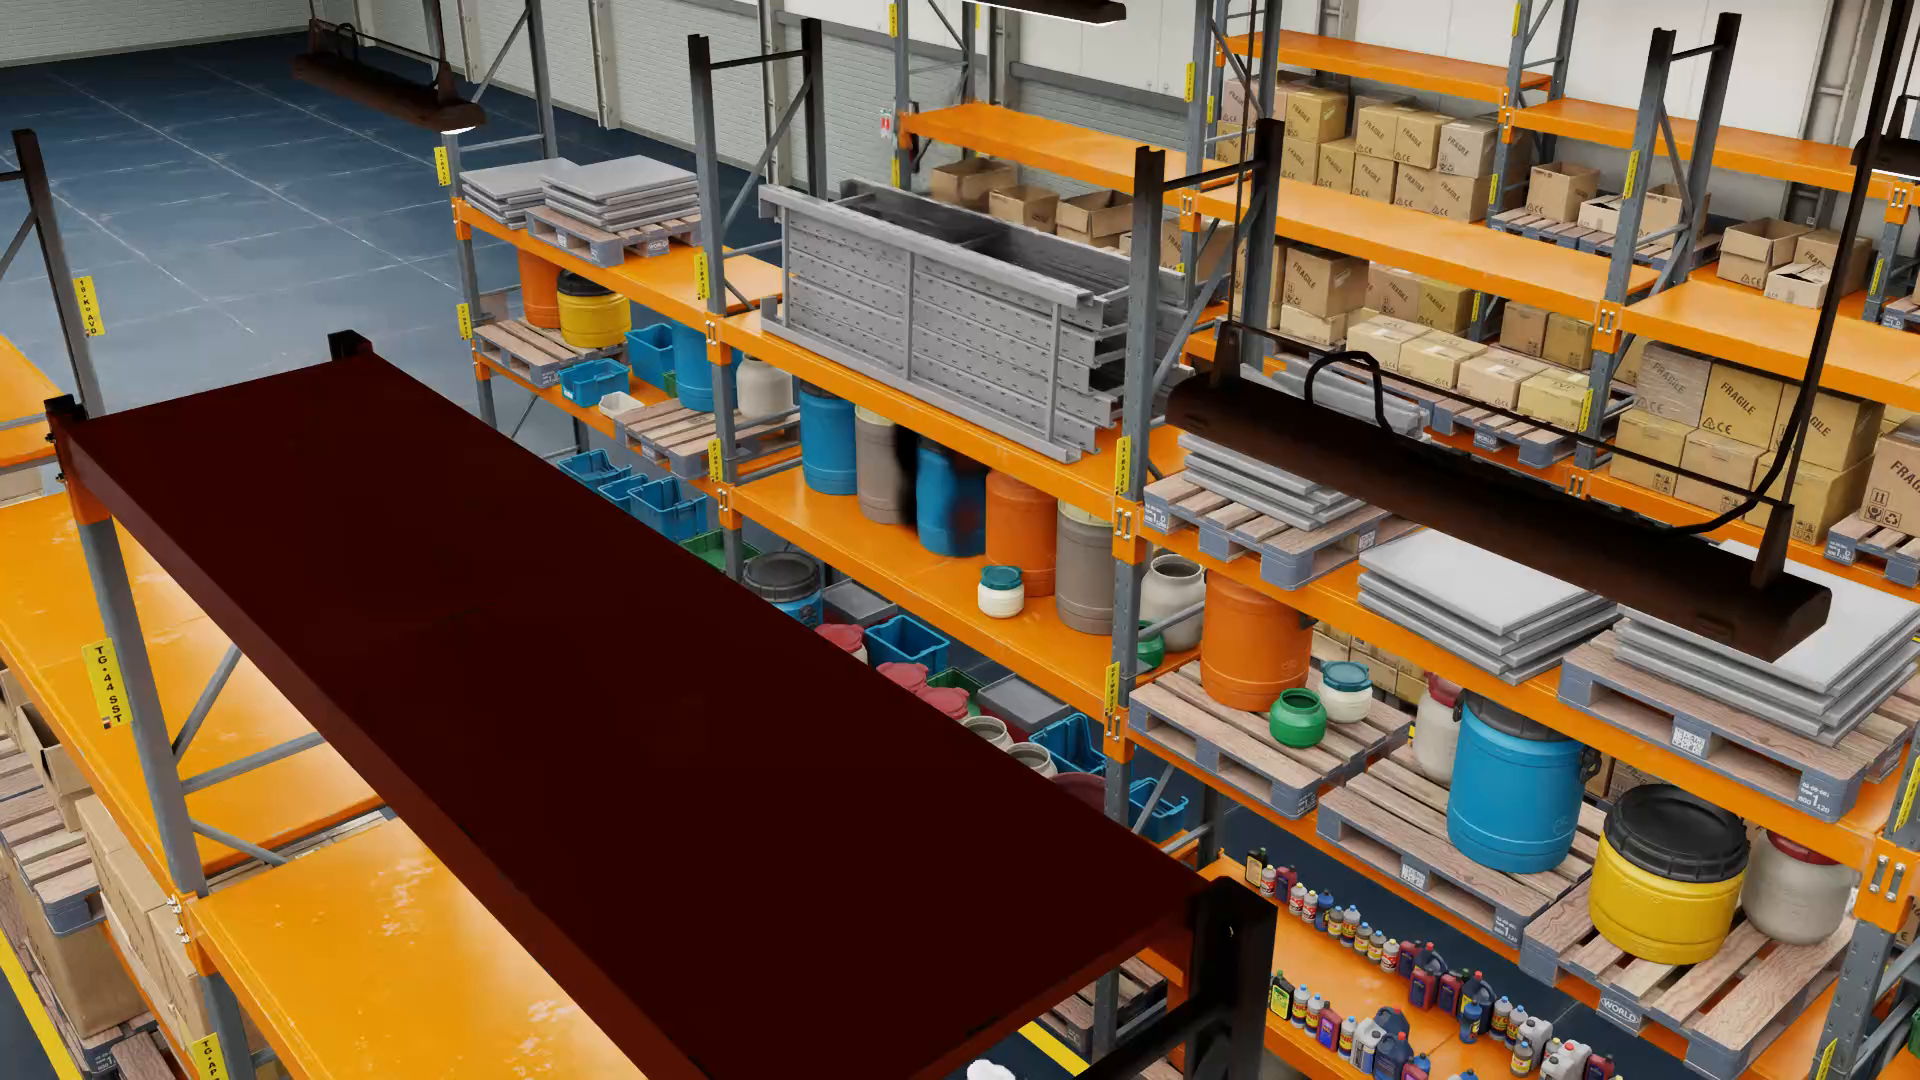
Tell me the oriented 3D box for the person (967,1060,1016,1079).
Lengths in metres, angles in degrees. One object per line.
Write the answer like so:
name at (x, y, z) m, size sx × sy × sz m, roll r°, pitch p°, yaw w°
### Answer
person at (0.155, 3.334, 8.493) m, size 0.706 × 1.743 × 0.661 m, roll 21°, pitch 34°, yaw 36°

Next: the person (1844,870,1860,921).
person at (5.232, 2.656, 10.417) m, size 0.703 × 1.794 × 0.629 m, roll 19°, pitch 32°, yaw 32°
